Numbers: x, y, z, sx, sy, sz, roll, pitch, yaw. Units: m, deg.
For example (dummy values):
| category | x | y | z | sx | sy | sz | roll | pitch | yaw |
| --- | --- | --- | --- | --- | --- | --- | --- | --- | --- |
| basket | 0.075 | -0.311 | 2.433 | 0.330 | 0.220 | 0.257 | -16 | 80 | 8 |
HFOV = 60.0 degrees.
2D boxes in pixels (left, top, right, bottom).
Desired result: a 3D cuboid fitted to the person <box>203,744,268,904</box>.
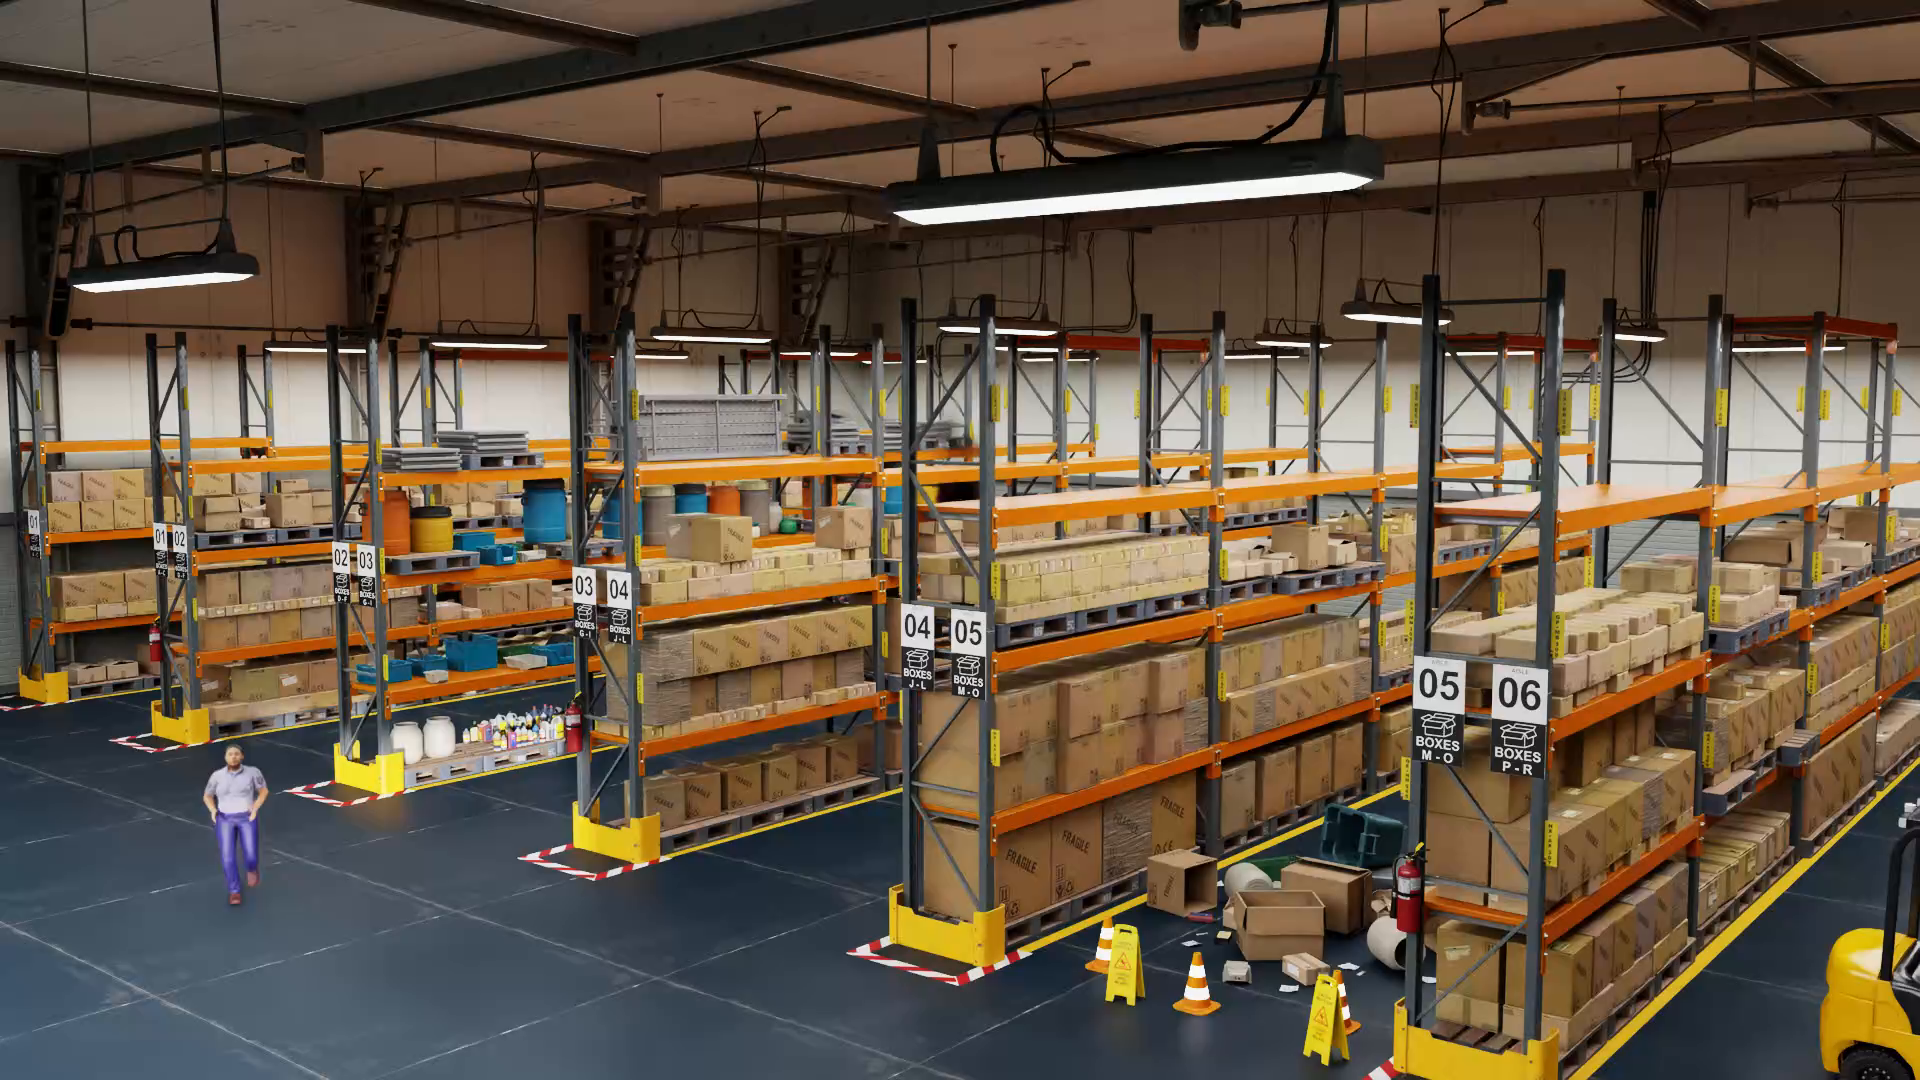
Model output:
| category | x | y | z | sx | sy | sz | roll | pitch | yaw |
| --- | --- | --- | --- | --- | --- | --- | --- | --- | --- |
| person | -7.333 | 2.856 | 16.848 | 0.605 | 1.594 | 0.539 | -2 | 5 | -20 |

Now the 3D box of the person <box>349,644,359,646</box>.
| category | x | y | z | sx | sy | sz | roll | pitch | yaw |
| --- | --- | --- | --- | --- | --- | --- | --- | --- | --- |
| person | -10.509 | 1.795 | 28.604 | 0.503 | 1.617 | 0.682 | 3 | 6 | 31 |
